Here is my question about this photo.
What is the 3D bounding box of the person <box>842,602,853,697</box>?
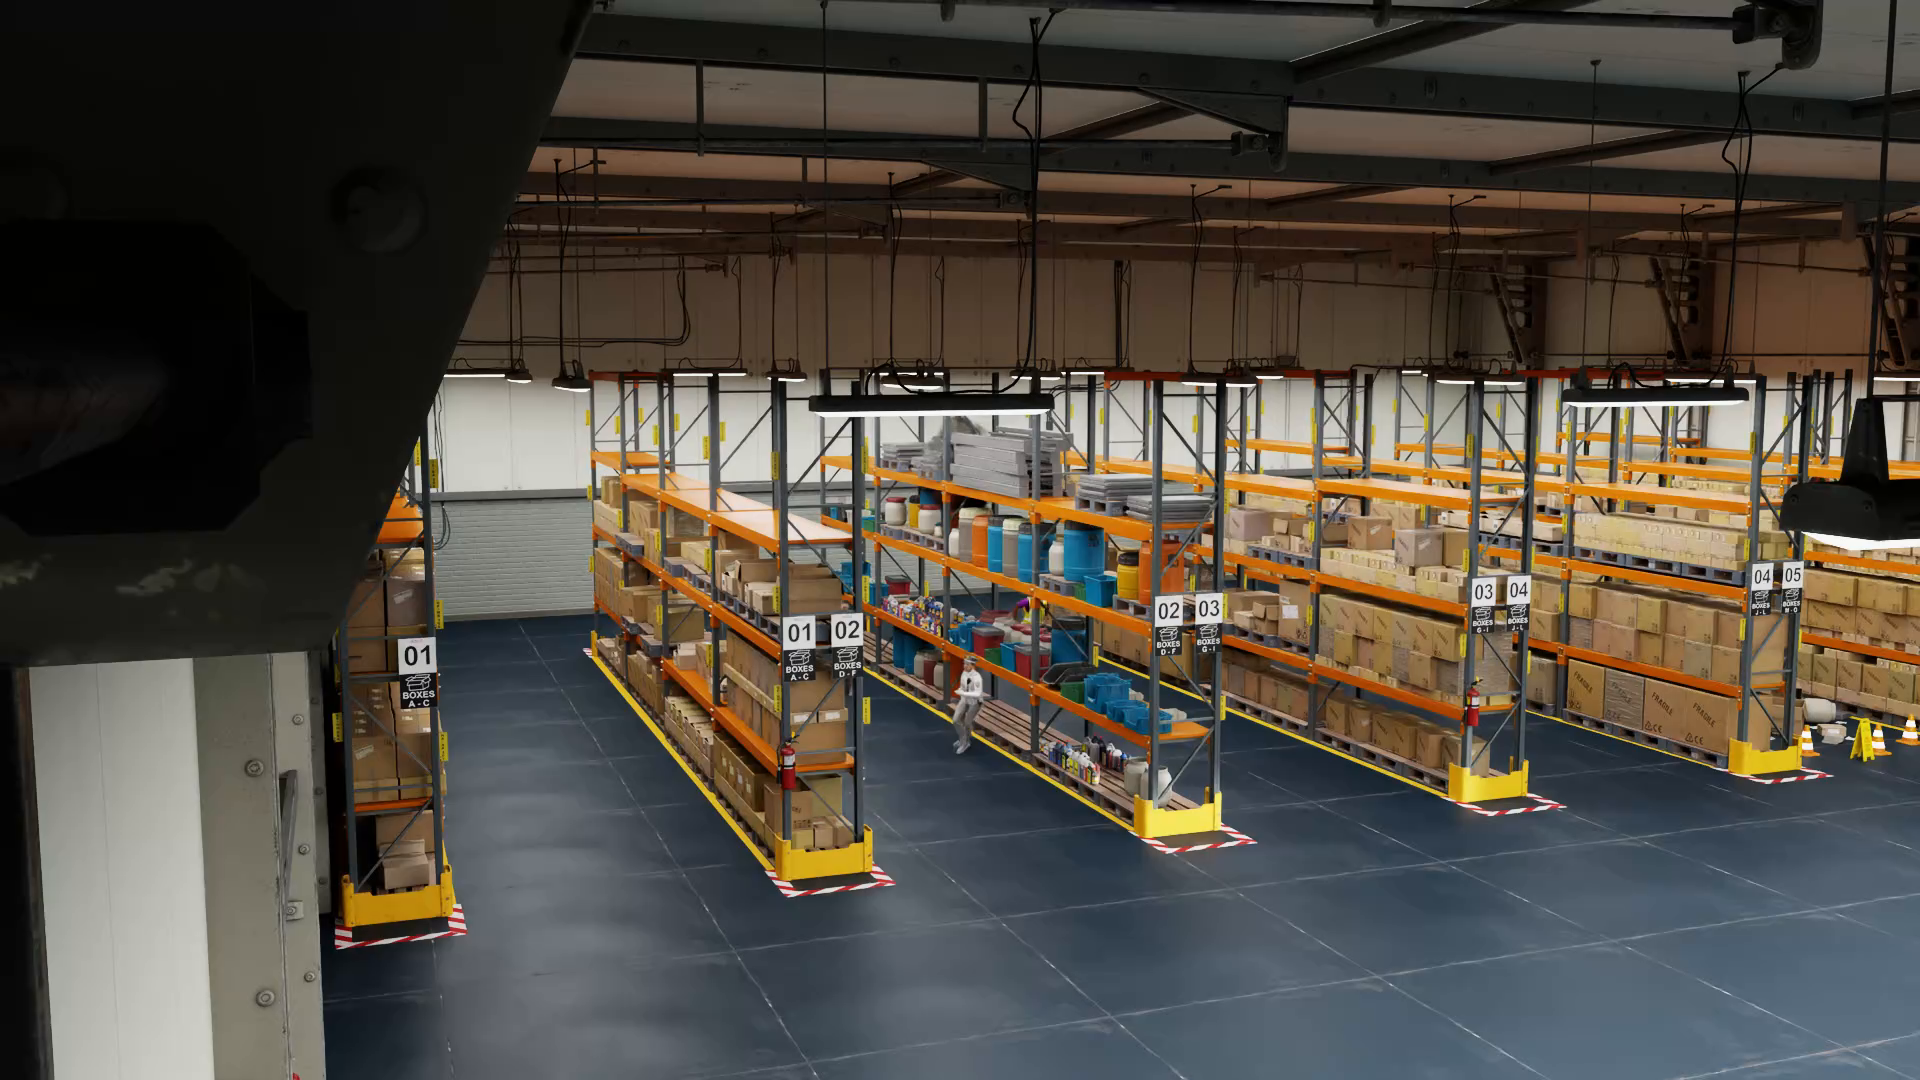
[{"bbox_3d":[-2.134,2.039,30.947,0.622,1.787,0.854,-2,7,-14],"label":"person"}]

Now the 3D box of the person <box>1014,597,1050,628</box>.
[{"bbox_3d":[1.520,1.757,33.565,0.678,1.684,0.700,-5,8,-37],"label":"person"}]

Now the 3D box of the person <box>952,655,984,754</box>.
[{"bbox_3d":[0.122,2.576,26.420,0.745,1.595,0.677,5,8,36],"label":"person"}]
